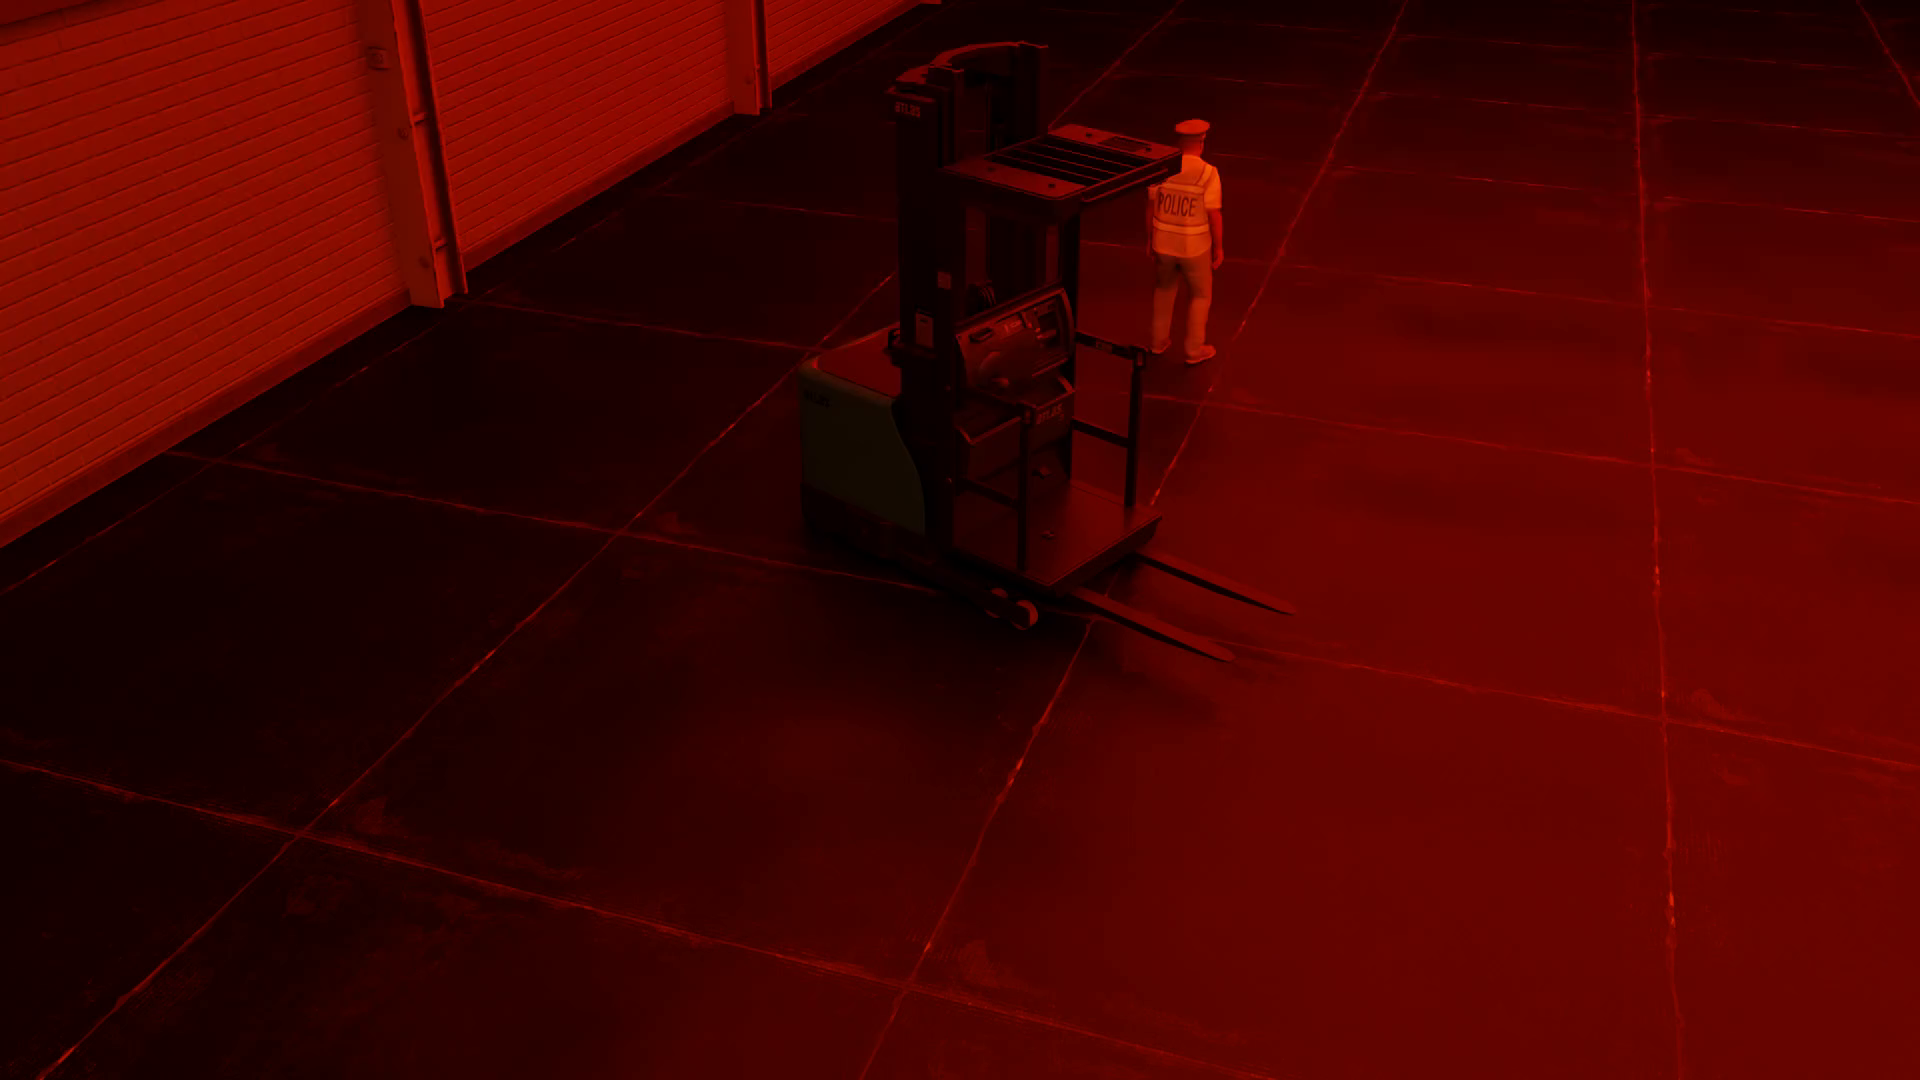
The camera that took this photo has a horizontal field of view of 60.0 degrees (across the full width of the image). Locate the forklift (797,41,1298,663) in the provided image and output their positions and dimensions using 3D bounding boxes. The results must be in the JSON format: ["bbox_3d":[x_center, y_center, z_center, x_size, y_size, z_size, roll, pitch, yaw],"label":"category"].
[{"bbox_3d":[0.469,-1.070,9.013,3.031,2.935,1.130,23,37,35],"label":"forklift"}]

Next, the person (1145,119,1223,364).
[{"bbox_3d":[1.631,-2.152,12.113,0.589,1.753,0.454,16,34,26],"label":"person"}]
